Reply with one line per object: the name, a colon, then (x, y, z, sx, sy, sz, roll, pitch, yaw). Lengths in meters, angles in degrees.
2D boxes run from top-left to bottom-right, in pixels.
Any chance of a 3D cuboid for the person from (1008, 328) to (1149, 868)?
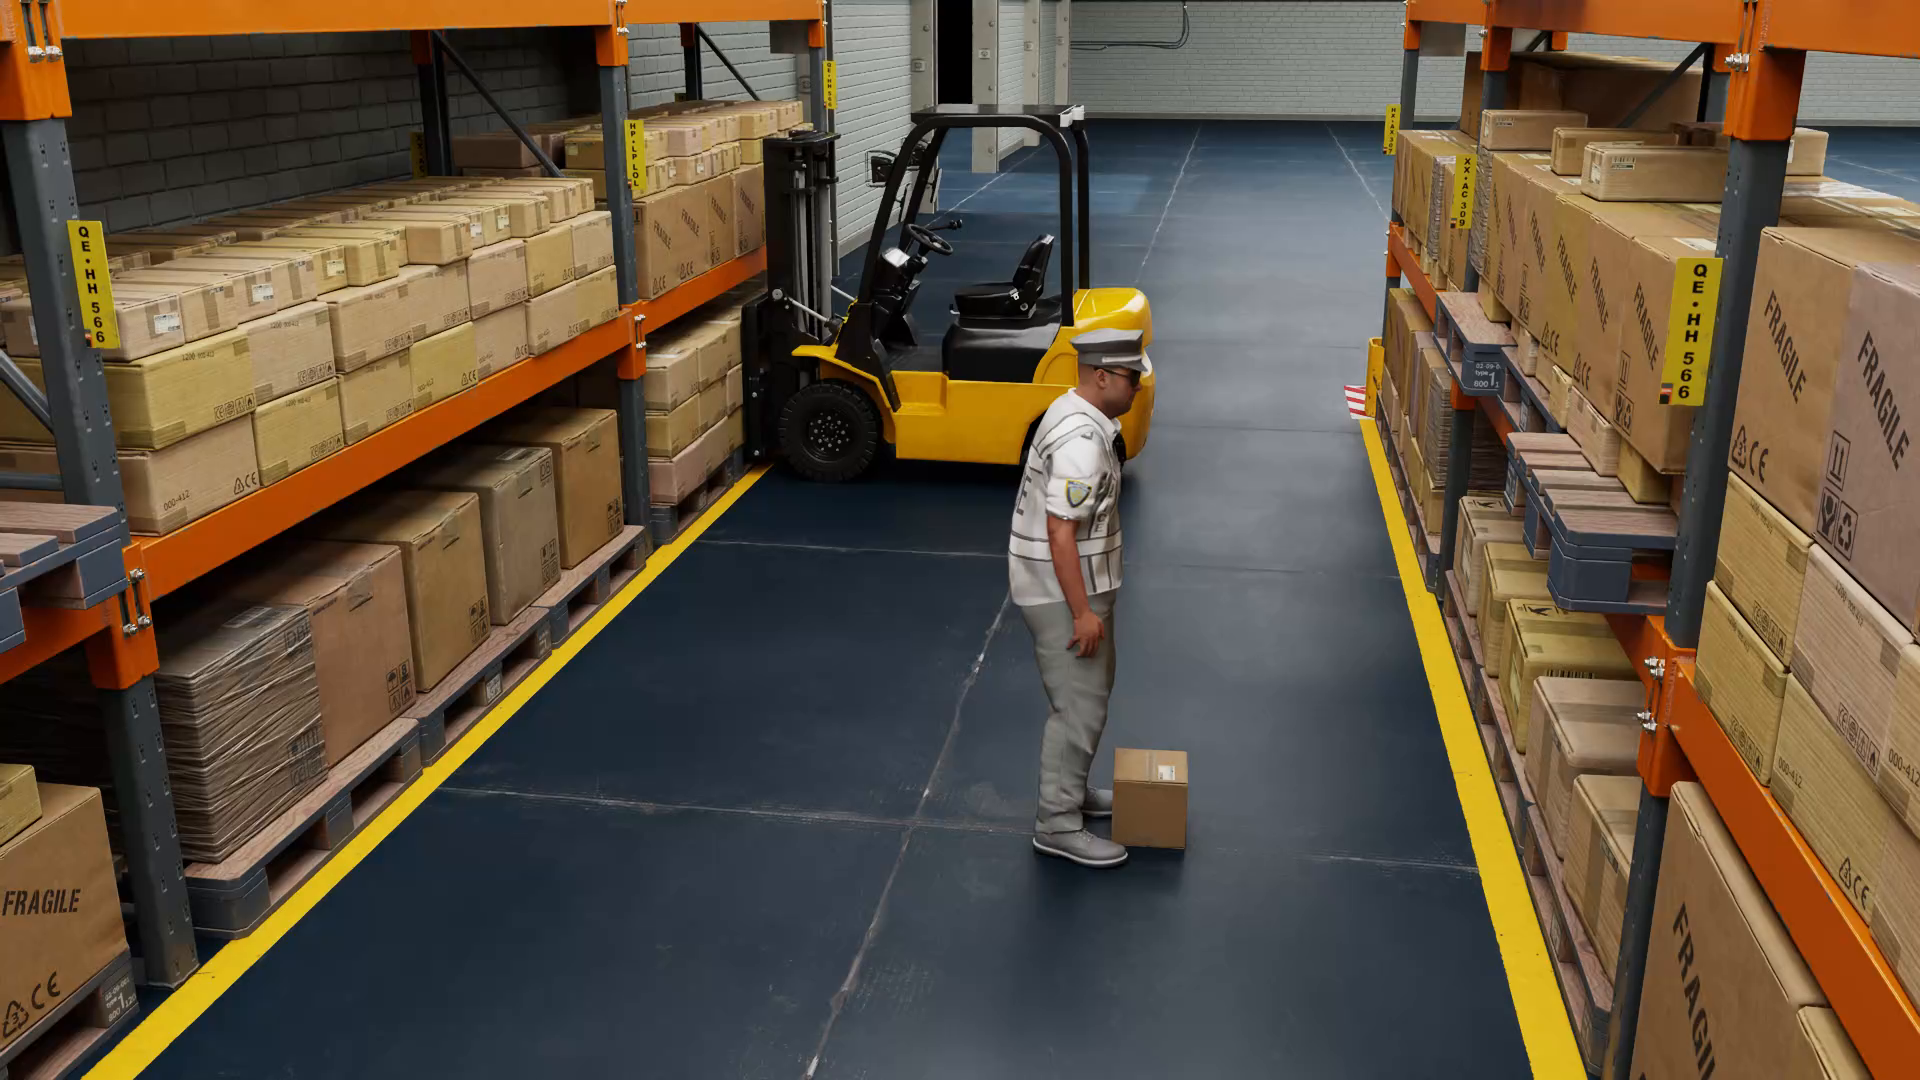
person: (0.383, 0.164, 5.528, 0.435, 1.748, 0.593, 3, 18, 8)
